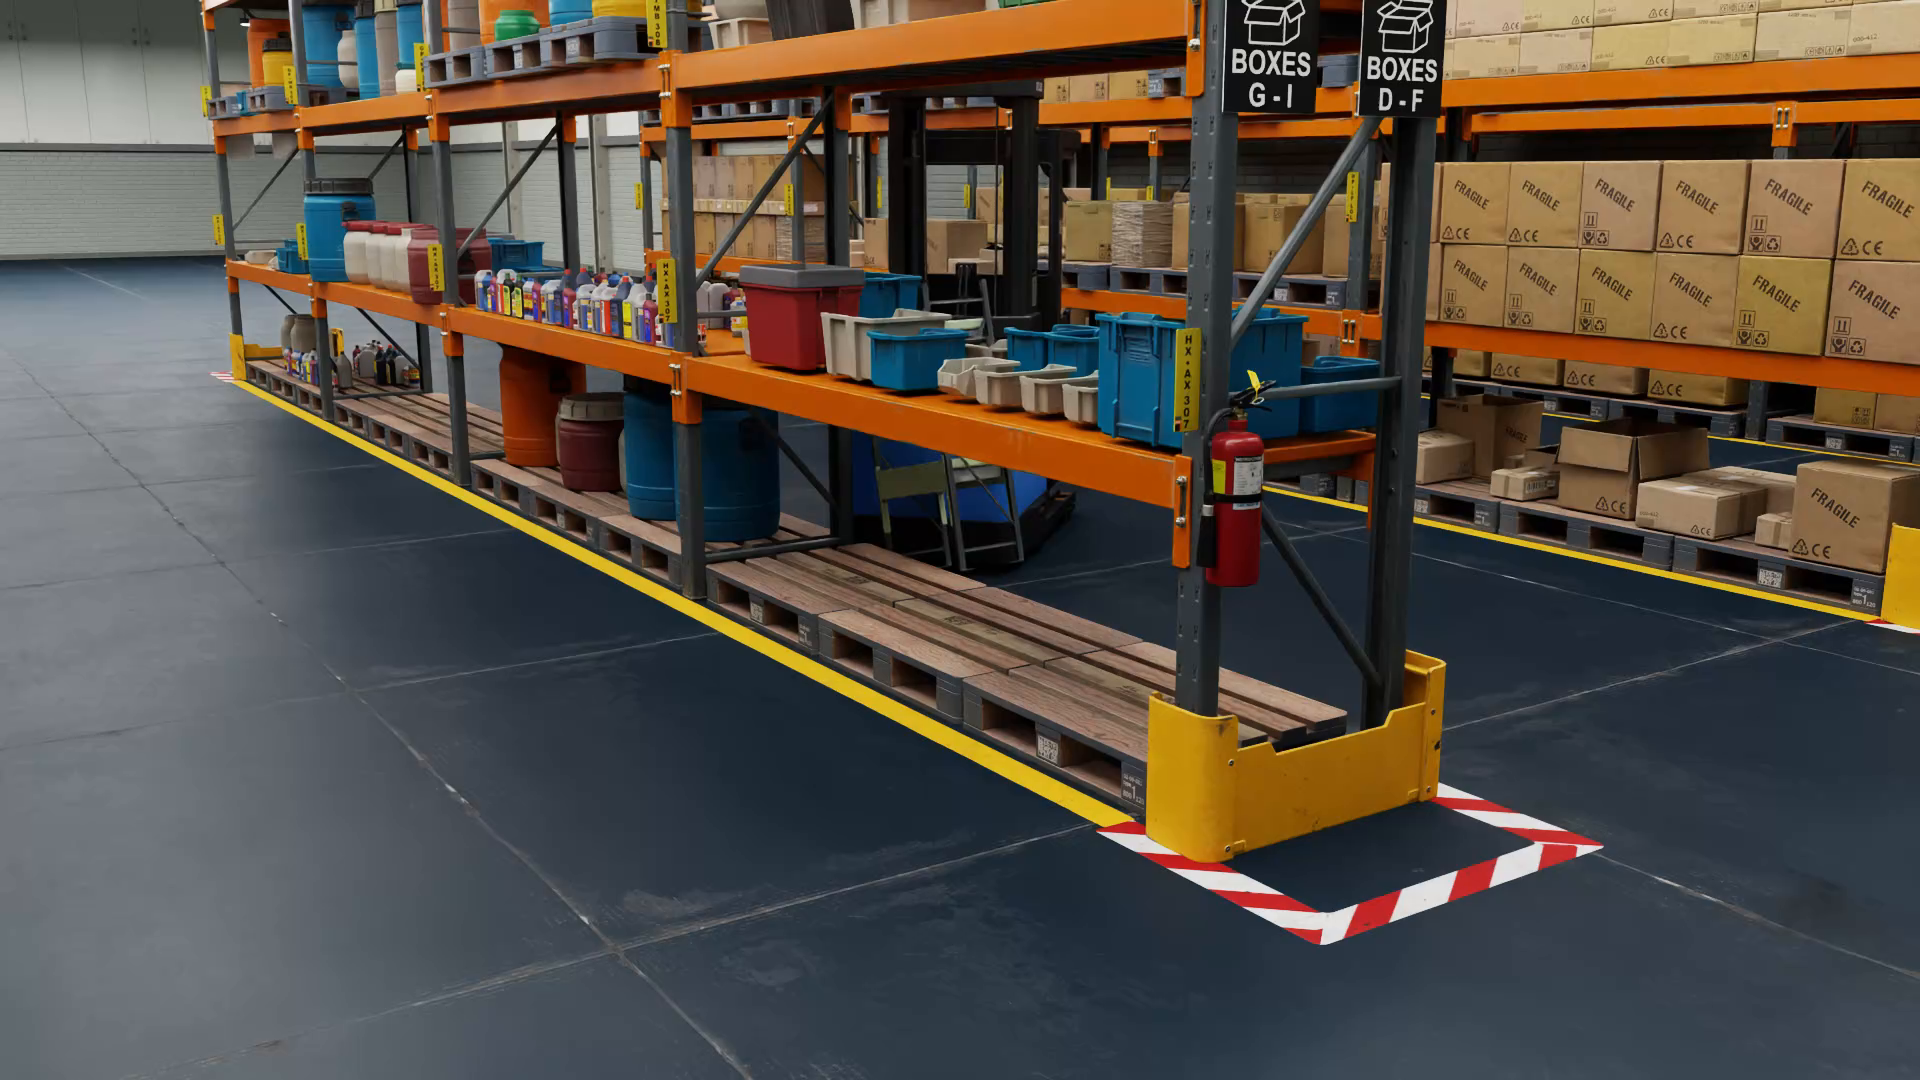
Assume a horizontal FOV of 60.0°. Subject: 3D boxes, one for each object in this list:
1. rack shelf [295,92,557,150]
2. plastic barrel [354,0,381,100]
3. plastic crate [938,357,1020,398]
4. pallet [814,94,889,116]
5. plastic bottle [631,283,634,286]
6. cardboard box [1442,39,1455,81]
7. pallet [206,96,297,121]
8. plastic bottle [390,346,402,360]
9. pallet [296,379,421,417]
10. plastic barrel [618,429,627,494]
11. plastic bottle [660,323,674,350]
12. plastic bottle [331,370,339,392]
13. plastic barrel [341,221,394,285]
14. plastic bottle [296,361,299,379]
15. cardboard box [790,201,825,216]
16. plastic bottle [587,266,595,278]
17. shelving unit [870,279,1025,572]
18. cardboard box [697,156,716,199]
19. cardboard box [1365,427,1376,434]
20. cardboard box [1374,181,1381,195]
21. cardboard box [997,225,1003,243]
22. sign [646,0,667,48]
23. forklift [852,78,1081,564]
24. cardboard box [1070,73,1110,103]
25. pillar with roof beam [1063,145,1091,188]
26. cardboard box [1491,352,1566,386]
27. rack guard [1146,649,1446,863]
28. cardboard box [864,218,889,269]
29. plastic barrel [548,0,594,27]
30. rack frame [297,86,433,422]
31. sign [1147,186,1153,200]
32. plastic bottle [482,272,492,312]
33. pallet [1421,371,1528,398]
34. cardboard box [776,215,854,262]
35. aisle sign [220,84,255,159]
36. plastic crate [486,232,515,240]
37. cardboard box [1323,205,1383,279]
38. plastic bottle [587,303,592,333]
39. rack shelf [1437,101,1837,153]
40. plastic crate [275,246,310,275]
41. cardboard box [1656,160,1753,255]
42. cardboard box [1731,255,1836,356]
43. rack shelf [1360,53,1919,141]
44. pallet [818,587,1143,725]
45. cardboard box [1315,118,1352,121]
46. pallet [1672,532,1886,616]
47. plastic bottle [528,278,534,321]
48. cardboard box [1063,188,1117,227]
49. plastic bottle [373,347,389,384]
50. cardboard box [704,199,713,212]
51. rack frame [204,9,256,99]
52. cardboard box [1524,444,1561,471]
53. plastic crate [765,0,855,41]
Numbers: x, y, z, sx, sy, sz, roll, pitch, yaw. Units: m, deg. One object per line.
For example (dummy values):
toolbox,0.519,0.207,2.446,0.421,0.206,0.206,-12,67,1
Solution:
rack shelf,-4.369,-3.388,13.496,1.077,0.370,4.000,-8,15,-33
plastic barrel,-5.015,-4.275,14.696,0.600,0.901,0.708,-8,15,-33
plastic crate,0.066,-0.670,6.881,0.298,0.136,0.250,-8,15,-33
pallet,-0.852,-4.432,17.033,0.805,0.209,1.217,-9,15,-35
plastic bottle,-2.236,-1.650,11.349,0.097,0.201,0.097,0,12,0
cardboard box,3.144,-3.069,10.704,0.500,0.250,0.500,-8,15,-33
pallet,-7.317,-4.556,17.593,1.003,0.211,1.213,-8,15,-33
plastic bottle,-5.579,-1.743,16.483,0.144,0.351,0.185,-8,14,-31
pallet,-5.815,-1.392,16.232,1.003,0.211,1.213,-8,15,-33
plastic barrel,-1.963,-0.532,10.616,0.421,0.512,0.421,0,12,0
plastic bottle,-1.533,-1.178,9.018,0.152,0.276,0.135,-8,15,-33
plastic bottle,-5.938,-1.505,15.744,0.097,0.201,0.097,0,12,0
plastic barrel,-5.130,-2.500,14.454,0.433,0.535,0.433,0,12,0
plastic bottle,-6.648,-1.733,16.787,0.097,0.201,0.097,0,12,0
cardboard box,-1.681,-3.604,18.069,0.380,0.149,0.250,-8,15,-33
plastic bottle,-2.682,-1.840,12.027,0.061,0.283,0.133,-8,15,-33
shelving unit,-0.127,-0.587,8.989,0.431,1.500,0.755,-9,2,-32
cardboard box,-2.715,-4.333,19.884,0.700,0.500,0.500,-8,15,-33
cardboard box,3.015,-0.901,12.283,0.500,0.500,0.500,-9,15,-35
cardboard box,4.579,-3.785,17.866,0.380,0.149,0.250,-11,17,-42
cardboard box,0.859,-4.235,23.012,0.500,0.250,0.500,-9,15,-35
sign,-1.504,-2.612,8.242,0.100,0.325,0.005,-8,15,-33
forklift,0.152,-1.563,10.646,1.130,2.935,3.031,3,13,14
cardboard box,1.417,-3.854,13.708,0.910,0.500,0.500,-8,15,-33
pillar with roof beam,-1.922,-6.913,20.909,9.100,9.000,0.400,-8,15,-33
cardboard box,5.764,-1.943,16.275,0.750,0.750,0.750,-8,15,-33
rack guard,1.195,0.728,5.861,1.175,0.500,0.348,-8,15,-33
cardboard box,-0.648,-3.032,16.971,0.500,0.500,0.500,-7,14,-29
plastic barrel,-2.118,-3.408,9.746,0.600,0.901,0.708,-8,15,-33
rack frame,-5.477,-2.630,15.366,1.000,3.000,0.127,-8,15,-33
sign,2.323,-4.160,20.336,0.100,0.325,0.005,-8,15,-33
plastic bottle,-3.249,-1.716,11.490,0.097,0.271,0.097,0,12,0
pallet,5.360,-1.580,17.091,1.003,0.211,1.213,-8,15,-33
cardboard box,-1.603,-3.342,18.390,0.700,0.500,0.500,-9,15,-34
aisle sign,-7.977,-4.589,18.241,0.394,0.787,0.004,-8,15,-33
plastic crate,-3.902,-2.273,13.586,0.402,0.464,0.583,-8,15,-33
cardboard box,3.004,-2.157,11.988,0.500,0.500,0.700,9,15,36
plastic bottle,-2.176,-1.338,9.923,0.097,0.201,0.097,0,12,0
rack shelf,6.094,-3.849,15.605,1.077,0.370,4.000,-8,15,-33
plastic crate,-6.317,-2.722,16.135,0.499,0.251,0.616,-8,15,-33
cardboard box,4.249,-1.846,9.210,0.500,0.500,0.500,-8,14,-31
cardboard box,4.532,-1.269,8.911,0.500,0.500,0.500,-8,15,-32
rack shelf,4.189,-2.551,9.667,1.077,0.370,4.000,-8,15,-33
pallet,0.075,0.499,7.587,1.003,0.211,1.213,-8,15,-33
cardboard box,4.345,-4.858,18.246,0.797,0.503,0.637,-6,14,-25
pallet,4.812,0.126,9.292,1.003,0.211,1.213,-8,15,-33
plastic bottle,-2.737,-1.552,10.739,0.097,0.271,0.097,0,12,0
cardboard box,1.699,-4.332,21.697,0.500,0.500,0.500,-9,15,-34
plastic bottle,-5.699,-1.726,16.405,0.144,0.351,0.185,-8,15,-33
cardboard box,-2.815,-3.968,19.735,0.380,0.149,0.250,-8,15,-33
rack frame,-7.694,-6.272,17.978,1.000,3.000,0.127,-8,15,-33
cardboard box,4.048,-0.493,10.858,0.500,0.311,0.500,-8,15,-33
plastic crate,-0.585,-2.355,7.394,0.497,0.269,0.590,-8,15,-33
